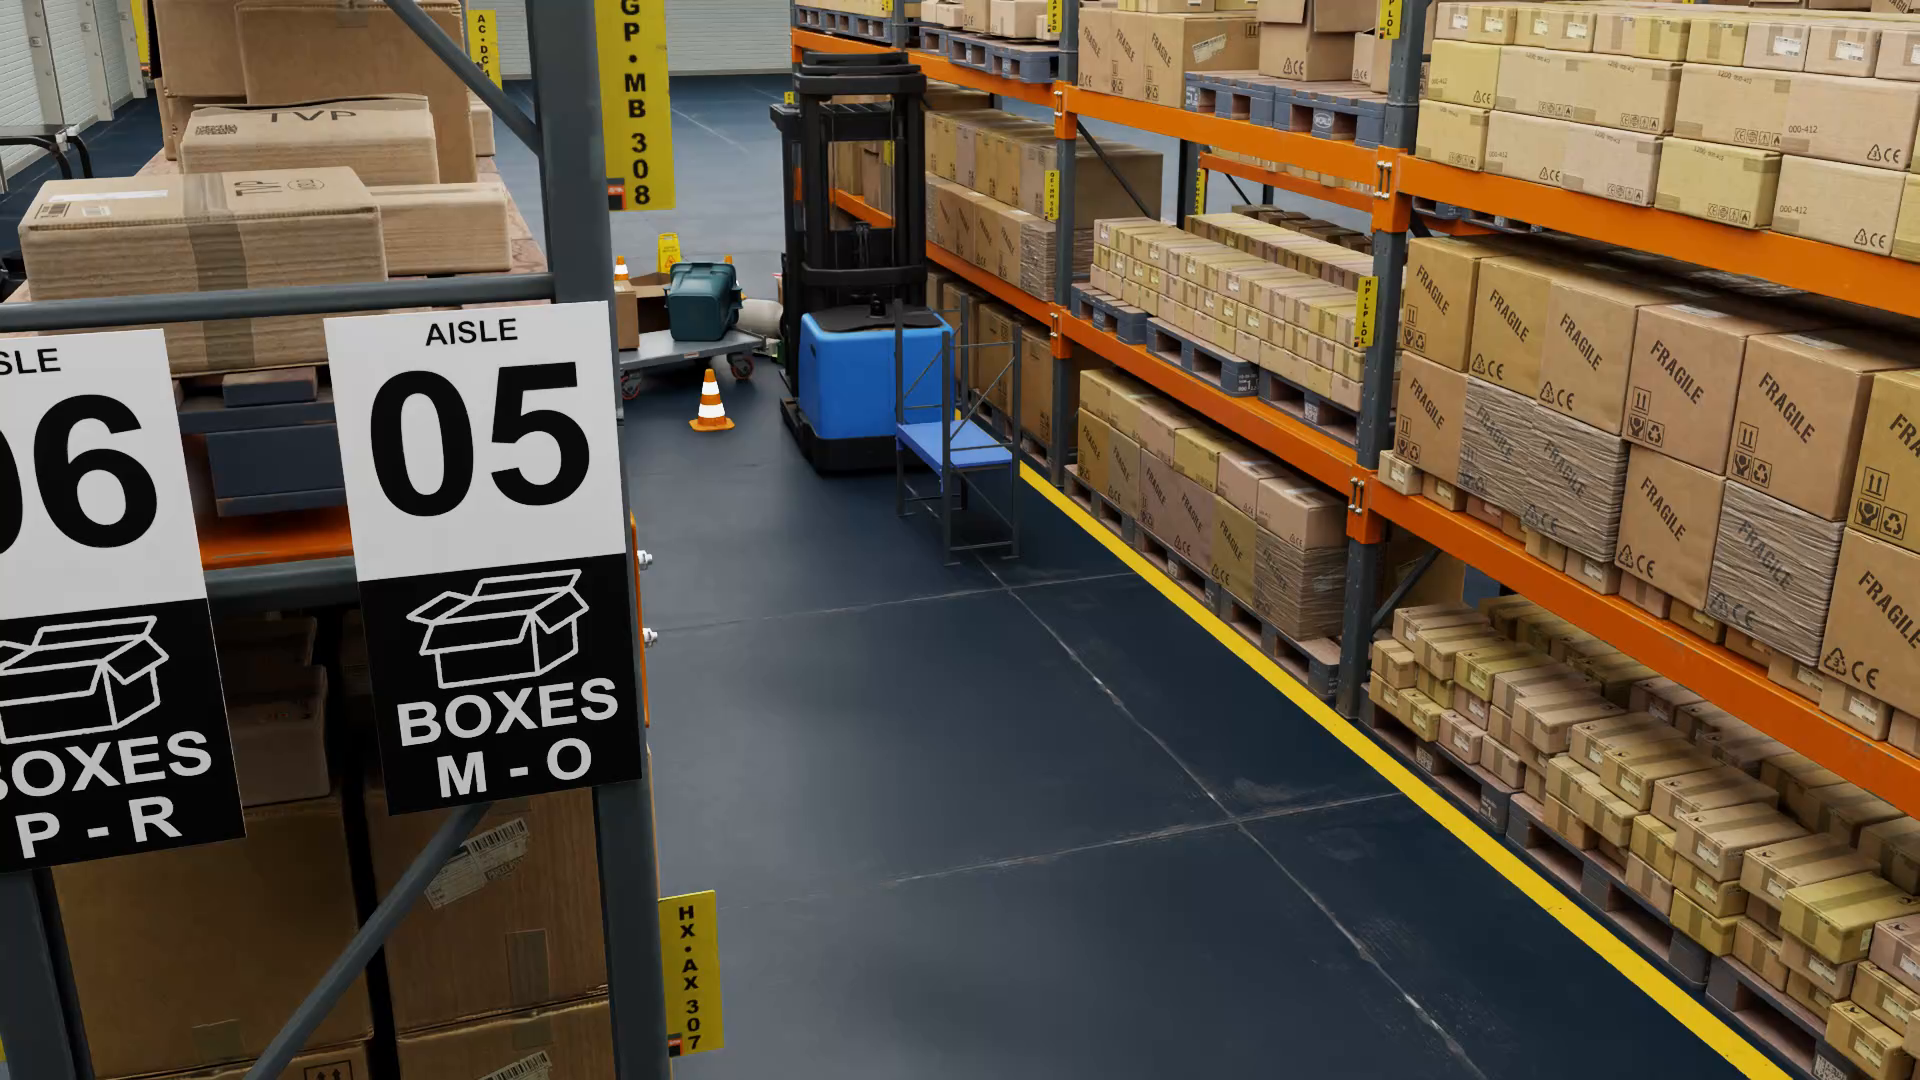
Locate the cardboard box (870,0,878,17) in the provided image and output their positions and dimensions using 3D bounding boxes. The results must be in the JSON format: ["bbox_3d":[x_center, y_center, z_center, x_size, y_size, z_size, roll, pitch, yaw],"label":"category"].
[{"bbox_3d":[-0.605,-4.840,15.120,0.380,0.149,0.250,-6,21,-16],"label":"cardboard box"}]

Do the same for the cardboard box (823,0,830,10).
[{"bbox_3d":[-1.165,-5.411,16.709,0.380,0.149,0.250,-7,21,-18],"label":"cardboard box"}]

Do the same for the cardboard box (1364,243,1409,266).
[{"bbox_3d":[4.545,-2.787,17.314,0.500,0.500,0.500,-7,21,-19],"label":"cardboard box"}]

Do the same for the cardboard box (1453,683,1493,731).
[{"bbox_3d":[2.492,0.729,7.605,0.380,0.149,0.250,-7,21,-18],"label":"cardboard box"}]

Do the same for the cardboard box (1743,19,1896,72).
[{"bbox_3d":[2.818,-1.623,5.453,0.380,0.149,0.250,-7,21,-19],"label":"cardboard box"}]

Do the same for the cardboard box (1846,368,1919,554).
[{"bbox_3d":[3.124,-0.228,5.047,0.500,0.500,0.500,-7,21,-19],"label":"cardboard box"}]

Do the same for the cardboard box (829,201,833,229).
[{"bbox_3d":[-1.089,-3.409,18.492,0.875,0.875,0.875,-6,21,-17],"label":"cardboard box"}]

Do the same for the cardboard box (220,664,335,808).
[{"bbox_3d":[-1.307,0.354,2.907,0.380,0.149,0.250,-6,21,-16],"label":"cardboard box"}]

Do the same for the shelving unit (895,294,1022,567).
[{"bbox_3d":[-0.027,-0.733,10.739,0.538,1.500,1.048,-6,21,-17],"label":"shelving unit"}]

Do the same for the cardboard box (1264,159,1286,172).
[{"bbox_3d":[3.618,-4.190,18.516,0.380,0.149,0.250,-6,21,-17],"label":"cardboard box"}]

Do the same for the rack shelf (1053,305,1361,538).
[{"bbox_3d":[1.778,-0.874,9.978,1.077,0.370,4.000,-6,21,-17],"label":"rack shelf"}]

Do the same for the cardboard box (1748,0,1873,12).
[{"bbox_3d":[6.150,-3.819,11.901,0.797,0.503,0.637,-5,20,-14],"label":"cardboard box"}]

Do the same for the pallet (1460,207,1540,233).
[{"bbox_3d":[5.229,-2.890,14.809,1.003,0.211,1.213,-6,21,-17],"label":"pallet"}]

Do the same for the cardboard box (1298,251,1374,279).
[{"bbox_3d":[2.224,-1.607,9.823,0.380,0.149,0.250,-6,21,-16],"label":"cardboard box"}]

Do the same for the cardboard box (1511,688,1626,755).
[{"bbox_3d":[2.581,0.768,7.058,0.380,0.149,0.250,-6,21,-16],"label":"cardboard box"}]

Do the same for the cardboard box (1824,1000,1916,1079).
[{"bbox_3d":[3.123,1.638,5.515,0.380,0.149,0.250,-6,21,-16],"label":"cardboard box"}]

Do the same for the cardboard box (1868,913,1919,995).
[{"bbox_3d":[3.232,1.347,5.445,0.380,0.149,0.250,-6,21,-16],"label":"cardboard box"}]

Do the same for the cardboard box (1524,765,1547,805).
[{"bbox_3d":[2.672,1.042,7.173,0.380,0.149,0.250,-7,21,-20],"label":"cardboard box"}]

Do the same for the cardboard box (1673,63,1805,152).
[{"bbox_3d":[2.809,-1.476,5.635,0.500,0.250,0.500,-7,21,-20],"label":"cardboard box"}]

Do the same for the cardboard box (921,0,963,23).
[{"bbox_3d":[-0.155,-4.511,14.031,0.258,0.266,0.396,-7,21,-18],"label":"cardboard box"}]

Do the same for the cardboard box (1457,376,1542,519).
[{"bbox_3d":[2.485,-0.414,7.045,0.500,0.500,0.500,-6,21,-17],"label":"cardboard box"}]

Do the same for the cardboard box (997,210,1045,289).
[{"bbox_3d":[0.597,-2.178,12.395,0.500,0.500,0.500,-6,21,-17],"label":"cardboard box"}]

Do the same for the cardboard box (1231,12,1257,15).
[{"bbox_3d":[1.893,-2.837,9.793,0.500,0.500,0.500,-6,21,-17],"label":"cardboard box"}]

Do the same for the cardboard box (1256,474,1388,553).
[{"bbox_3d":[1.932,-0.157,8.885,0.500,0.250,0.500,-7,21,-19],"label":"cardboard box"}]

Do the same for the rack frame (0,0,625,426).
[{"bbox_3d":[-1.004,-1.553,1.927,1.000,3.000,0.127,-6,21,-17],"label":"rack frame"}]

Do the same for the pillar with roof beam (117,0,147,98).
[{"bbox_3d":[-16.723,-15.924,41.938,9.100,9.000,0.400,-6,21,-17],"label":"pillar with roof beam"}]

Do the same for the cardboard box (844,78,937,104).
[{"bbox_3d":[-0.688,-4.360,16.800,0.875,0.550,0.500,-6,21,-17],"label":"cardboard box"}]

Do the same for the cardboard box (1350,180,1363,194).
[{"bbox_3d":[4.216,-3.634,16.967,0.380,0.149,0.250,-6,21,-17],"label":"cardboard box"}]

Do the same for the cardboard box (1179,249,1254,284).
[{"bbox_3d":[1.525,-1.624,9.870,0.380,0.149,0.250,-6,21,-16],"label":"cardboard box"}]

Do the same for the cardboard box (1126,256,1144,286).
[{"bbox_3d":[1.285,-1.726,10.594,0.380,0.149,0.250,-7,21,-19],"label":"cardboard box"}]

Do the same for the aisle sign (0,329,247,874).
[{"bbox_3d":[-1.275,0.103,2.345,0.394,0.787,0.004,-6,21,-17],"label":"aisle sign"}]

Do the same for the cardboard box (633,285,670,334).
[{"bbox_3d":[-2.775,-2.159,15.981,0.797,0.637,0.503,-6,21,-17],"label":"cardboard box"}]

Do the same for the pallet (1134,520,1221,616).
[{"bbox_3d":[1.773,0.099,10.328,1.003,0.211,1.213,-6,21,-17],"label":"pallet"}]

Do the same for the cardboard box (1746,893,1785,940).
[{"bbox_3d":[3.075,1.314,5.977,0.380,0.149,0.250,-7,21,-18],"label":"cardboard box"}]

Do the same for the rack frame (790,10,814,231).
[{"bbox_3d":[-1.365,-4.422,18.790,1.000,3.000,0.127,-6,21,-17],"label":"rack frame"}]

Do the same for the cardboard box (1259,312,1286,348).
[{"bbox_3d":[1.845,-1.149,8.988,0.380,0.149,0.250,-7,21,-19],"label":"cardboard box"}]

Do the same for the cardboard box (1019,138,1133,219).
[{"bbox_3d":[0.857,-2.680,12.312,0.700,0.500,0.500,-7,21,-18],"label":"cardboard box"}]

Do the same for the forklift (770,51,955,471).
[{"bbox_3d":[-0.863,-2.345,13.109,1.130,2.935,3.031,-5,20,-13],"label":"forklift"}]

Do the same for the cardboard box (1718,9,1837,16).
[{"bbox_3d":[3.100,-1.930,6.308,0.380,0.149,0.250,-7,21,-19],"label":"cardboard box"}]

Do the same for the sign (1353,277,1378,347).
[{"bbox_3d":[1.881,-1.056,7.706,0.100,0.325,0.005,-6,21,-17],"label":"sign"}]

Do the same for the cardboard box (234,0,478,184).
[{"bbox_3d":[-1.495,-1.095,4.175,0.500,0.500,0.500,-6,21,-16],"label":"cardboard box"}]

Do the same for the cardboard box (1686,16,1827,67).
[{"bbox_3d":[2.730,-1.707,5.686,0.380,0.149,0.250,-7,21,-19],"label":"cardboard box"}]

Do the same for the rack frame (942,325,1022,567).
[{"bbox_3d":[0.133,-0.570,10.285,0.500,1.500,0.032,-6,21,-17],"label":"rack frame"}]

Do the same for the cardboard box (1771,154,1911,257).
[{"bbox_3d":[2.959,-1.070,5.243,0.500,0.250,0.500,-5,20,-15],"label":"cardboard box"}]

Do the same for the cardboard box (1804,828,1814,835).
[{"bbox_3d":[3.398,1.189,6.324,0.380,0.149,0.250,-7,21,-20],"label":"cardboard box"}]

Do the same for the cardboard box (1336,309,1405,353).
[{"bbox_3d":[2.095,-1.039,8.241,0.380,0.149,0.250,-5,20,-15],"label":"cardboard box"}]

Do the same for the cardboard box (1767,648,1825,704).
[{"bbox_3d":[3.000,0.426,5.664,0.380,0.149,0.250,-7,21,-20],"label":"cardboard box"}]

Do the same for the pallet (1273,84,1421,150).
[{"bbox_3d":[2.314,-2.104,8.177,1.213,0.211,1.003,-6,21,-17],"label":"pallet"}]

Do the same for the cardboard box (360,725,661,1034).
[{"bbox_3d":[-0.884,0.569,3.268,0.500,0.500,0.500,-7,21,-18],"label":"cardboard box"}]

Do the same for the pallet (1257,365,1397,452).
[{"bbox_3d":[2.304,-0.742,8.827,1.003,0.211,1.213,-6,21,-17],"label":"pallet"}]

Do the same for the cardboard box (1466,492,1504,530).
[{"bbox_3d":[2.470,-0.172,7.330,0.380,0.149,0.250,-7,21,-20],"label":"cardboard box"}]

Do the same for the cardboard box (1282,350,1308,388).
[{"bbox_3d":[1.935,-0.920,8.792,0.380,0.149,0.250,-6,21,-17],"label":"cardboard box"}]

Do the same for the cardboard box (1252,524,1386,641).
[{"bbox_3d":[1.935,0.197,9.007,0.500,0.500,0.500,-7,21,-18],"label":"cardboard box"}]

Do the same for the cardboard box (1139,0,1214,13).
[{"bbox_3d":[1.294,-3.272,9.870,0.396,0.266,0.258,-6,21,-17],"label":"cardboard box"}]

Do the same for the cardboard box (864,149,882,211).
[{"bbox_3d":[-0.430,-3.500,16.002,0.875,0.550,0.550,-6,21,-17],"label":"cardboard box"}]

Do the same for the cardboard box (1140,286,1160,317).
[{"bbox_3d":[1.354,-1.510,10.434,0.380,0.149,0.250,-5,20,-15],"label":"cardboard box"}]

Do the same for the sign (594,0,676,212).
[{"bbox_3d":[-0.475,-0.646,2.431,0.100,0.325,0.005,-6,21,-17],"label":"sign"}]

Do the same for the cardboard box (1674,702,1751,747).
[{"bbox_3d":[3.245,0.790,6.995,0.380,0.149,0.250,-7,21,-19],"label":"cardboard box"}]
